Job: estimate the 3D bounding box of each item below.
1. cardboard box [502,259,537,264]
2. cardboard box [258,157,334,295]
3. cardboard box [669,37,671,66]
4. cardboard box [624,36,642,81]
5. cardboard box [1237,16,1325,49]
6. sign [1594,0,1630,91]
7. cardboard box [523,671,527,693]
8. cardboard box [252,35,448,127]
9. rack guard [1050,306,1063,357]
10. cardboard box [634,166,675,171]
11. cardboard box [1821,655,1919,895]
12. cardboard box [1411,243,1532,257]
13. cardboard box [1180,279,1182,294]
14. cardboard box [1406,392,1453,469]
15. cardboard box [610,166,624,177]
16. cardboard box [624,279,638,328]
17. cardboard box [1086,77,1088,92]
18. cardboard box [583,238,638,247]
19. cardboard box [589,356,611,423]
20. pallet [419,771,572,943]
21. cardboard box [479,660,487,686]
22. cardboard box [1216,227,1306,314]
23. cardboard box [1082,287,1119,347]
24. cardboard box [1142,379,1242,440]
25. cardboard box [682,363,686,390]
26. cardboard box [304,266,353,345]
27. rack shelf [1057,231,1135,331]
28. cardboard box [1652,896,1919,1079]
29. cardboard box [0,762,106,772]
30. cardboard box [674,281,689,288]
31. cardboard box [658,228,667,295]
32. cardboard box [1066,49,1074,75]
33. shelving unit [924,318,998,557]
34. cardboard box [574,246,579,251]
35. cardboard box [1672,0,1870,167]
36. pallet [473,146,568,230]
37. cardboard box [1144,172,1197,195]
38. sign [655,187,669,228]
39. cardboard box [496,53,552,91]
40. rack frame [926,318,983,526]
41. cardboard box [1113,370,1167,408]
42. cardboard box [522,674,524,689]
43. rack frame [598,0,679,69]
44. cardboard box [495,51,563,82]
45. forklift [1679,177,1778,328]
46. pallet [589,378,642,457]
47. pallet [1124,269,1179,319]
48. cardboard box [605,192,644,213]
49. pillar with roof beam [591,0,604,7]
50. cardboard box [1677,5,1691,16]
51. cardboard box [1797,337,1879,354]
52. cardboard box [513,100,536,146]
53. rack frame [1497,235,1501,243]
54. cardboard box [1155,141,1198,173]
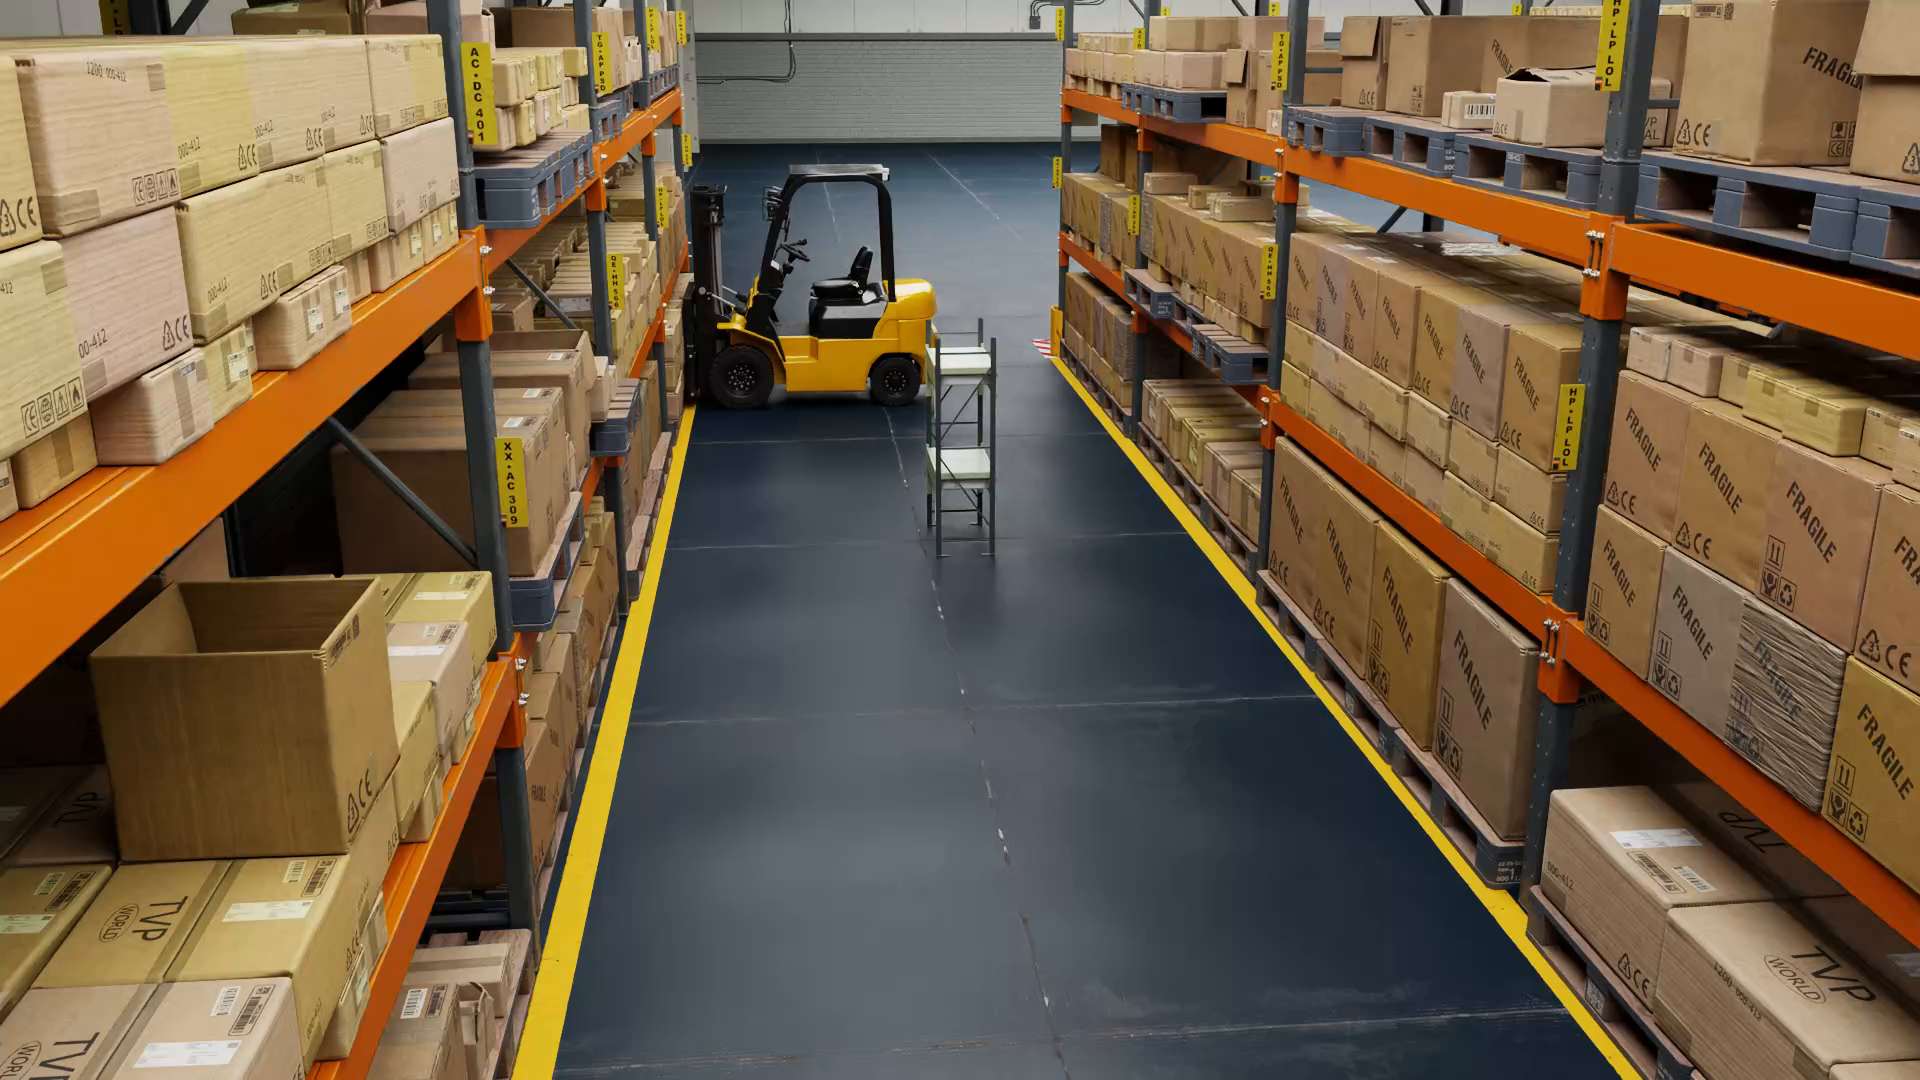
[{"bbox_3d":[-3.028,-1.786,11.109,0.380,0.149,0.250,-2,18,-7],"label":"cardboard box"},{"bbox_3d":[-1.675,-0.678,3.574,0.500,0.250,0.500,-2,18,-7],"label":"cardboard box"},{"bbox_3d":[-2.948,-4.647,15.821,0.396,0.266,0.258,-2,18,-5],"label":"cardboard box"},{"bbox_3d":[-2.632,-3.582,12.352,0.500,0.311,0.500,-2,18,-7],"label":"cardboard box"},{"bbox_3d":[2.302,-3.634,11.953,0.500,0.250,0.500,-1,17,-5],"label":"cardboard box"},{"bbox_3d":[2.274,-1.733,5.793,0.100,0.325,0.005,-2,18,-6],"label":"sign"},{"bbox_3d":[-2.039,0.641,7.016,0.380,0.149,0.250,-3,18,-9],"label":"cardboard box"},{"bbox_3d":[-1.832,-1.367,4.936,0.500,0.250,0.500,-2,18,-5],"label":"cardboard box"},{"bbox_3d":[1.583,-2.285,18.119,1.175,0.500,0.348,-2,18,-6],"label":"rack guard"},{"bbox_3d":[-3.005,-3.595,16.373,0.380,0.149,0.250,-1,17,-4],"label":"cardboard box"},{"bbox_3d":[2.747,0.627,4.504,0.500,0.500,0.500,-1,17,-4],"label":"cardboard box"},{"bbox_3d":[2.775,-1.343,9.109,0.500,0.500,0.500,-1,17,-5],"label":"cardboard box"},{"bbox_3d":[1.862,-1.906,12.458,0.380,0.149,0.250,-2,18,-5],"label":"cardboard box"},{"bbox_3d":[2.407,-0.518,7.736,0.500,0.250,0.500,-1,17,-4],"label":"cardboard box"},{"bbox_3d":[-3.505,-3.581,16.328,0.380,0.149,0.250,-1,17,-5],"label":"cardboard box"},{"bbox_3d":[-2.426,-1.574,11.100,0.500,0.250,0.500,-2,18,-7],"label":"cardboard box"},{"bbox_3d":[1.446,-4.474,16.331,0.380,0.149,0.250,-2,18,-6],"label":"cardboard box"},{"bbox_3d":[-2.552,-2.111,12.143,0.380,0.149,0.250,-2,18,-7],"label":"cardboard box"},{"bbox_3d":[-2.106,-0.786,8.723,0.500,0.250,0.500,-3,18,-8],"label":"cardboard box"},{"bbox_3d":[-2.245,1.319,7.123,1.003,0.211,1.213,-2,18,-6],"label":"pallet"},{"bbox_3d":[-1.840,0.437,5.697,0.380,0.149,0.250,-2,17,-5],"label":"cardboard box"},{"bbox_3d":[2.013,-1.787,10.996,0.500,0.500,0.500,-2,18,-7],"label":"cardboard box"},{"bbox_3d":[1.488,-2.185,16.266,0.500,0.500,0.500,-1,17,-5],"label":"cardboard box"},{"bbox_3d":[2.044,-1.099,13.854,0.950,0.372,0.625,-2,17,-5],"label":"cardboard box"},{"bbox_3d":[-2.806,-1.500,15.336,0.500,0.250,0.500,-1,17,-5],"label":"cardboard box"},{"bbox_3d":[-1.605,-0.526,3.755,0.380,0.149,0.250,-1,17,-5],"label":"cardboard box"},{"bbox_3d":[1.782,-2.561,16.027,1.077,0.370,4.000,-2,18,-6],"label":"rack shelf"},{"bbox_3d":[2.864,1.555,5.294,0.875,0.438,0.875,-2,18,-7],"label":"cardboard box"},{"bbox_3d":[-2.231,0.618,4.453,0.500,0.250,0.500,-1,17,-4],"label":"cardboard box"},{"bbox_3d":[-2.945,-2.431,16.634,0.500,0.250,0.500,-1,17,-5],"label":"cardboard box"},{"bbox_3d":[-2.735,-2.342,13.961,0.500,0.500,0.500,-2,18,-7],"label":"cardboard box"},{"bbox_3d":[1.362,-4.843,16.842,0.500,0.250,0.500,-2,18,-7],"label":"cardboard box"},{"bbox_3d":[-0.001,-0.718,11.459,0.431,1.500,0.755,-2,18,-6],"label":"shelving unit"},{"bbox_3d":[-3.152,-2.161,12.970,0.500,0.250,0.500,-2,18,-7],"label":"cardboard box"},{"bbox_3d":[2.665,-1.470,5.308,0.500,0.500,0.500,-1,17,-5],"label":"cardboard box"},{"bbox_3d":[-2.121,-1.308,6.142,1.213,0.211,1.003,-2,18,-6],"label":"pallet"},{"bbox_3d":[1.685,-2.856,13.320,0.380,0.149,0.250,-2,18,-6],"label":"cardboard box"},{"bbox_3d":[-2.410,-2.688,13.430,0.100,0.325,0.005,-2,18,-6],"label":"sign"},{"bbox_3d":[-1.920,-1.956,6.946,0.380,0.149,0.250,-2,18,-5],"label":"cardboard box"},{"bbox_3d":[-0.038,-0.827,11.806,0.400,1.500,0.023,-2,18,-6],"label":"rack frame"},{"bbox_3d":[1.660,-1.364,14.905,0.500,0.250,0.500,-1,17,-3],"label":"cardboard box"},{"bbox_3d":[-1.971,0.580,6.715,0.380,0.149,0.250,-3,18,-8],"label":"cardboard box"},{"bbox_3d":[-3.362,-6.208,16.427,1.000,3.000,0.127,-2,18,-6],"label":"rack frame"},{"bbox_3d":[-2.101,-2.249,7.913,0.380,0.149,0.250,-2,18,-7],"label":"cardboard box"},{"bbox_3d":[5.397,-1.336,11.041,1.130,2.935,3.031,13,22,36],"label":"forklift"},{"bbox_3d":[-2.397,-0.671,9.126,1.213,0.211,1.003,-2,18,-6],"label":"pallet"},{"bbox_3d":[1.922,-1.984,13.310,1.003,0.211,1.213,-2,18,-6],"label":"pallet"},{"bbox_3d":[-2.821,-2.831,13.942,0.380,0.149,0.250,-2,17,-5],"label":"cardboard box"},{"bbox_3d":[-0.523,-7.893,21.795,9.100,9.000,0.400,-2,18,-6],"label":"pillar with roof beam"},{"bbox_3d":[6.520,-4.605,14.551,0.380,0.149,0.250,-2,18,-6],"label":"cardboard box"},{"bbox_3d":[3.081,-0.595,5.645,0.380,0.149,0.250,-1,17,-4],"label":"cardboard box"},{"bbox_3d":[-1.751,-1.509,6.019,0.380,0.149,0.250,-2,17,-5],"label":"cardboard box"},{"bbox_3d":[6.489,-3.683,18.400,1.000,3.000,0.127,-2,18,-6],"label":"rack frame"},{"bbox_3d":[2.127,-3.265,14.738,0.700,0.500,0.500,-2,18,-5],"label":"cardboard box"}]
